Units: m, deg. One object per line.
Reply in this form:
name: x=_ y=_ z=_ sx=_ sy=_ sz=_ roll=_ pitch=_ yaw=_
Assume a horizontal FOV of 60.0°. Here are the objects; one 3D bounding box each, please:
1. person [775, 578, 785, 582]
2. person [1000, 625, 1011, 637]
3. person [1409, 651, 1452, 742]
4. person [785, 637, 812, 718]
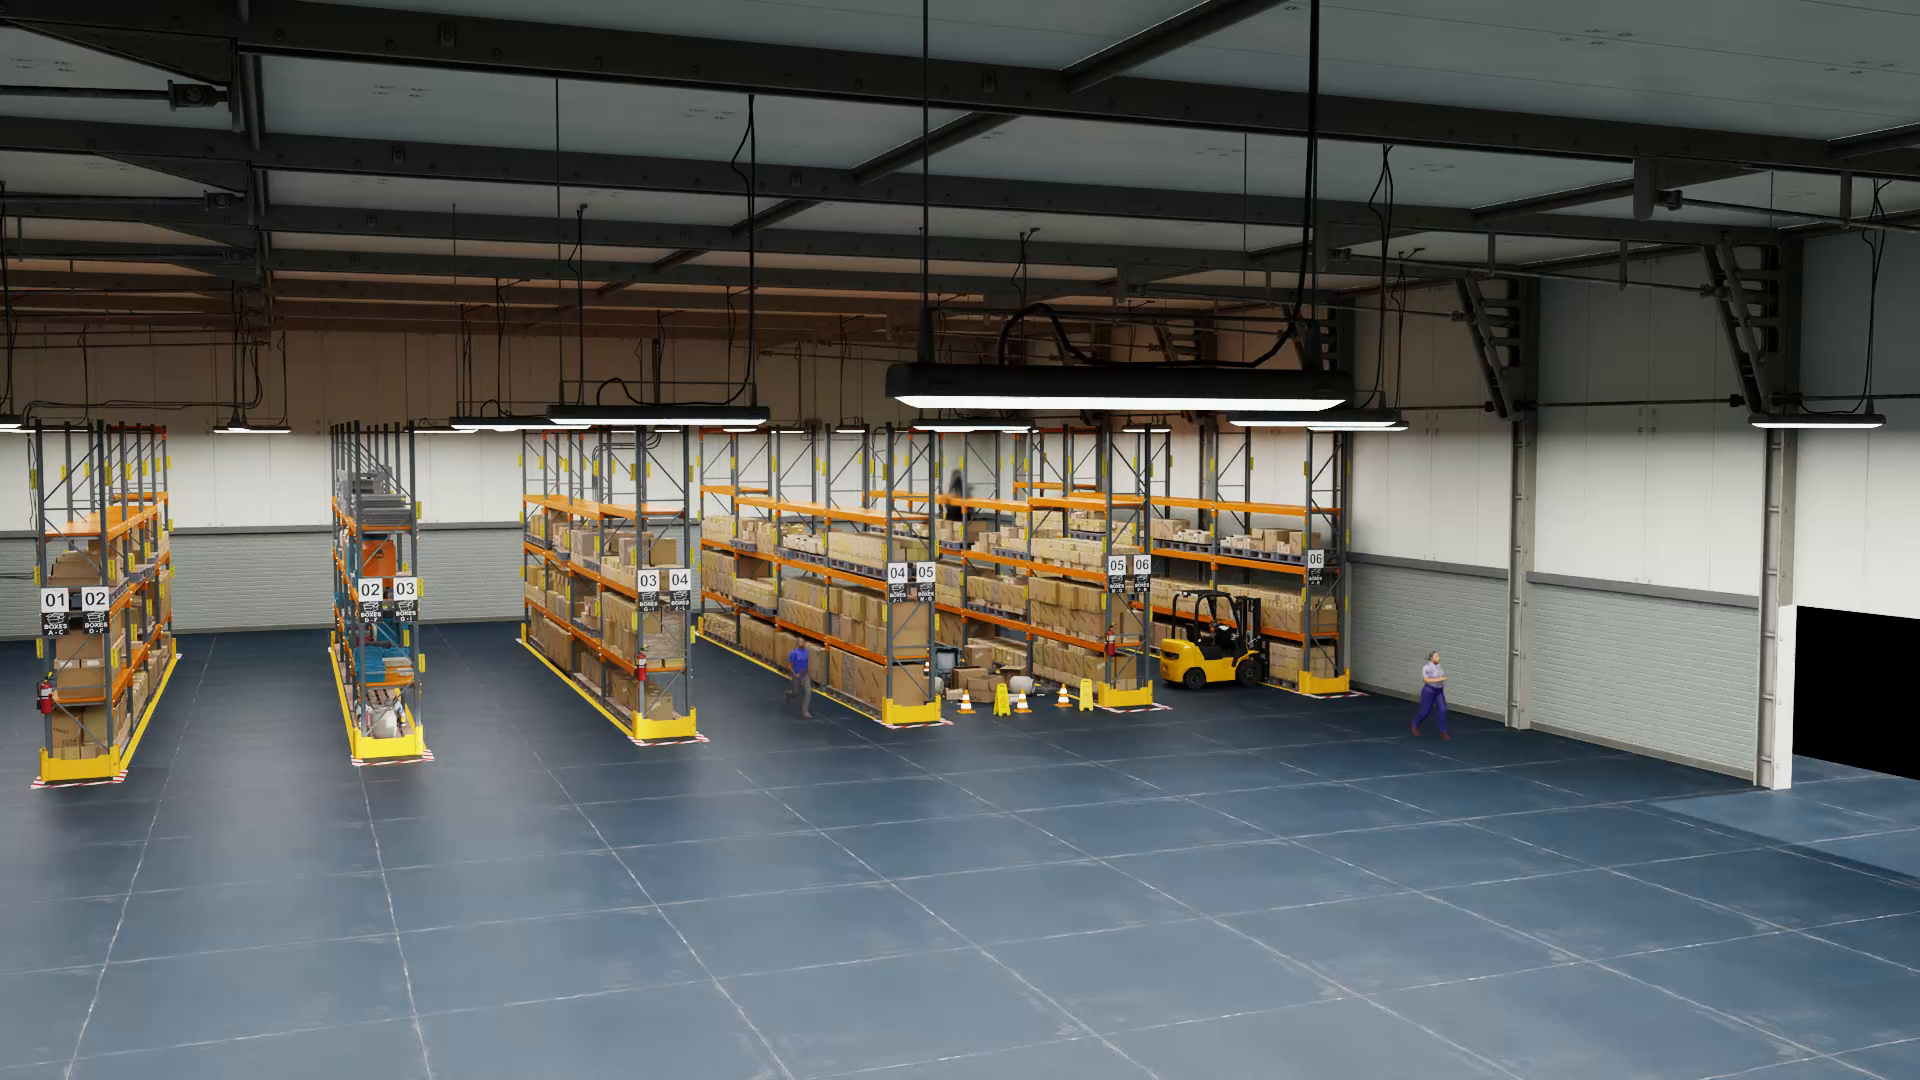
person: x=-5.250 y=1.866 z=48.381 sx=0.638 sy=1.778 sz=0.810 roll=-3 pitch=4 yaw=-37
person: x=1.120 y=1.975 z=46.262 sx=0.660 sy=1.734 sz=0.688 roll=-2 pitch=4 yaw=-27
person: x=8.901 y=2.928 z=31.409 sx=0.624 sy=1.664 sz=0.874 roll=-3 pitch=4 yaw=-35
person: x=-3.294 y=2.806 z=34.171 sx=0.568 sy=1.632 sz=0.866 roll=-2 pitch=4 yaw=-32
